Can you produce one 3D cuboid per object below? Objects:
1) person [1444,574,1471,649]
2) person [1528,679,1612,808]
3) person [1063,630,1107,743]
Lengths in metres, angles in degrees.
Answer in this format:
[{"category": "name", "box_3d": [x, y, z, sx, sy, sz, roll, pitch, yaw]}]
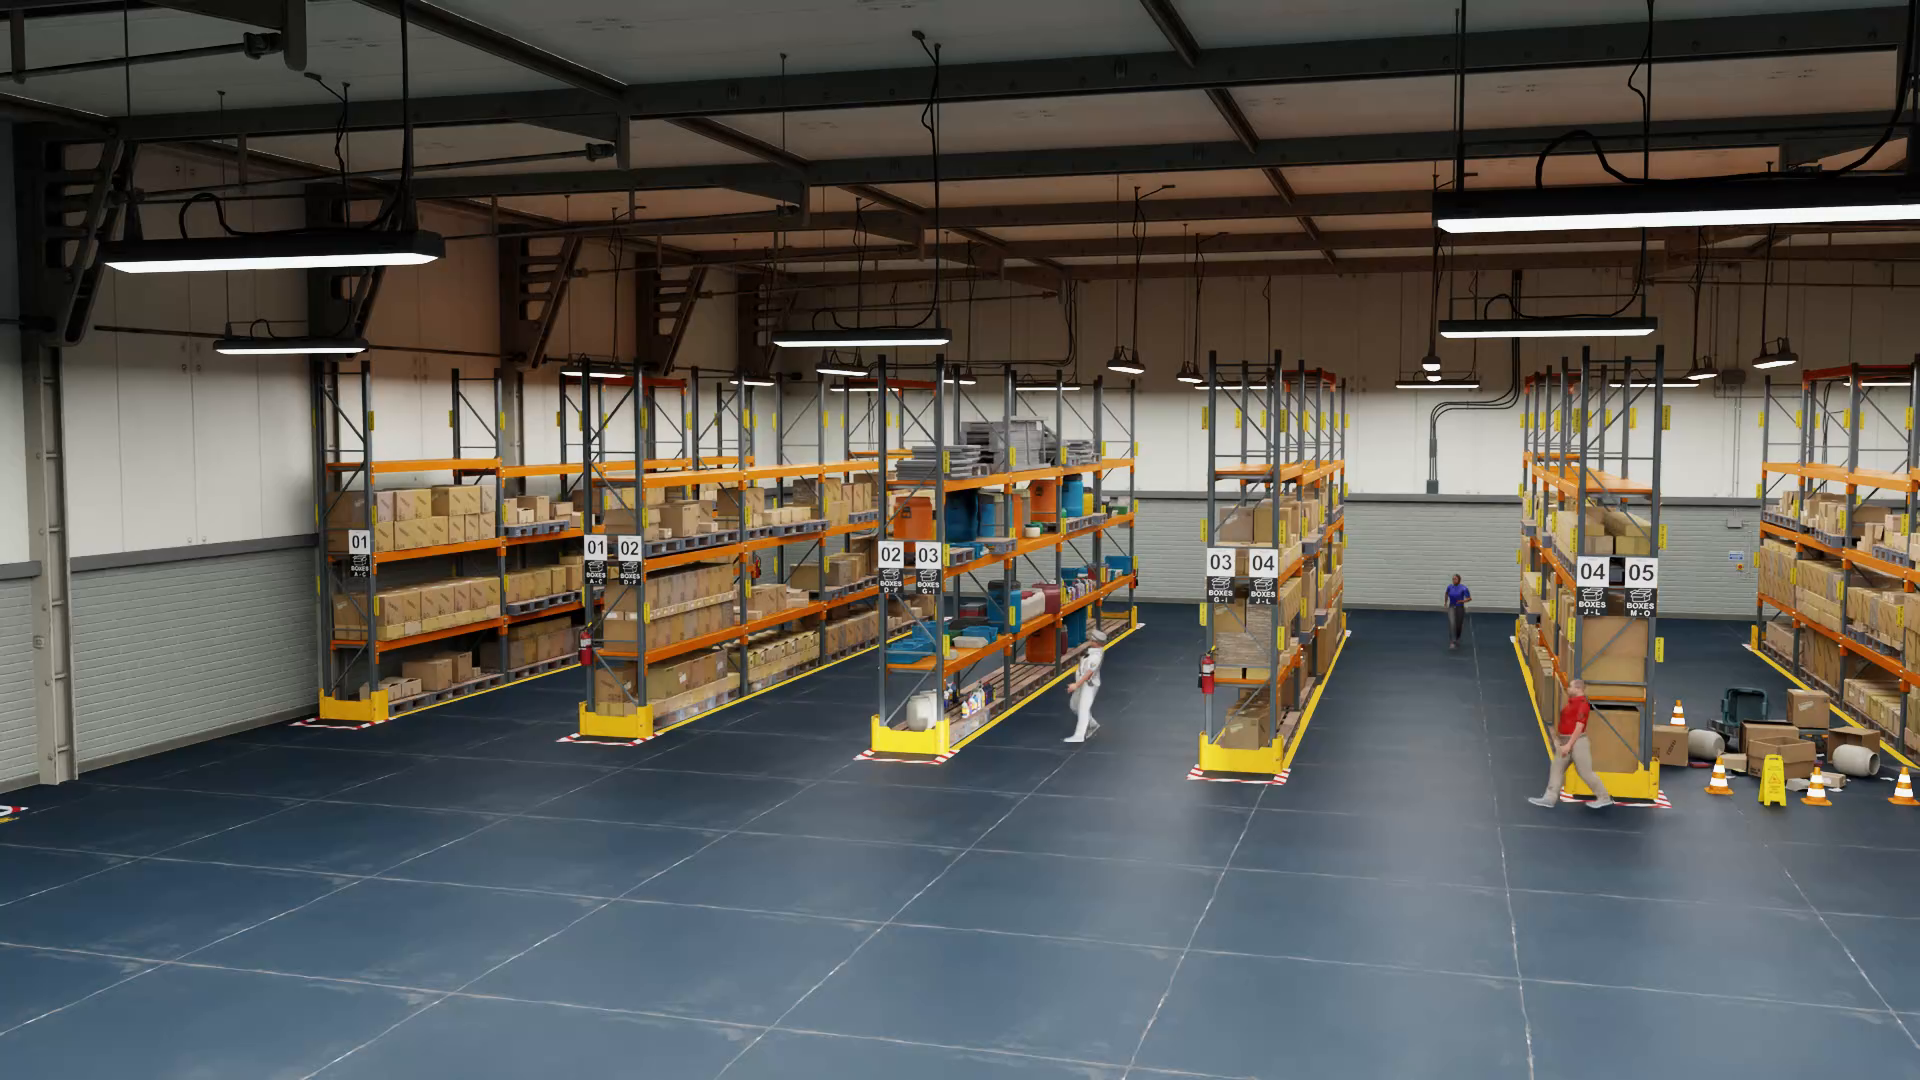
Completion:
[{"category": "person", "box_3d": [10.928, 1.550, 36.517, 0.568, 1.609, 1.028, 1, 4, 17]}, {"category": "person", "box_3d": [7.871, 2.630, 21.410, 0.973, 1.684, 0.535, 0, 4, -2]}, {"category": "person", "box_3d": [1.927, 2.266, 25.892, 0.668, 1.755, 0.633, -1, 4, -10]}]
